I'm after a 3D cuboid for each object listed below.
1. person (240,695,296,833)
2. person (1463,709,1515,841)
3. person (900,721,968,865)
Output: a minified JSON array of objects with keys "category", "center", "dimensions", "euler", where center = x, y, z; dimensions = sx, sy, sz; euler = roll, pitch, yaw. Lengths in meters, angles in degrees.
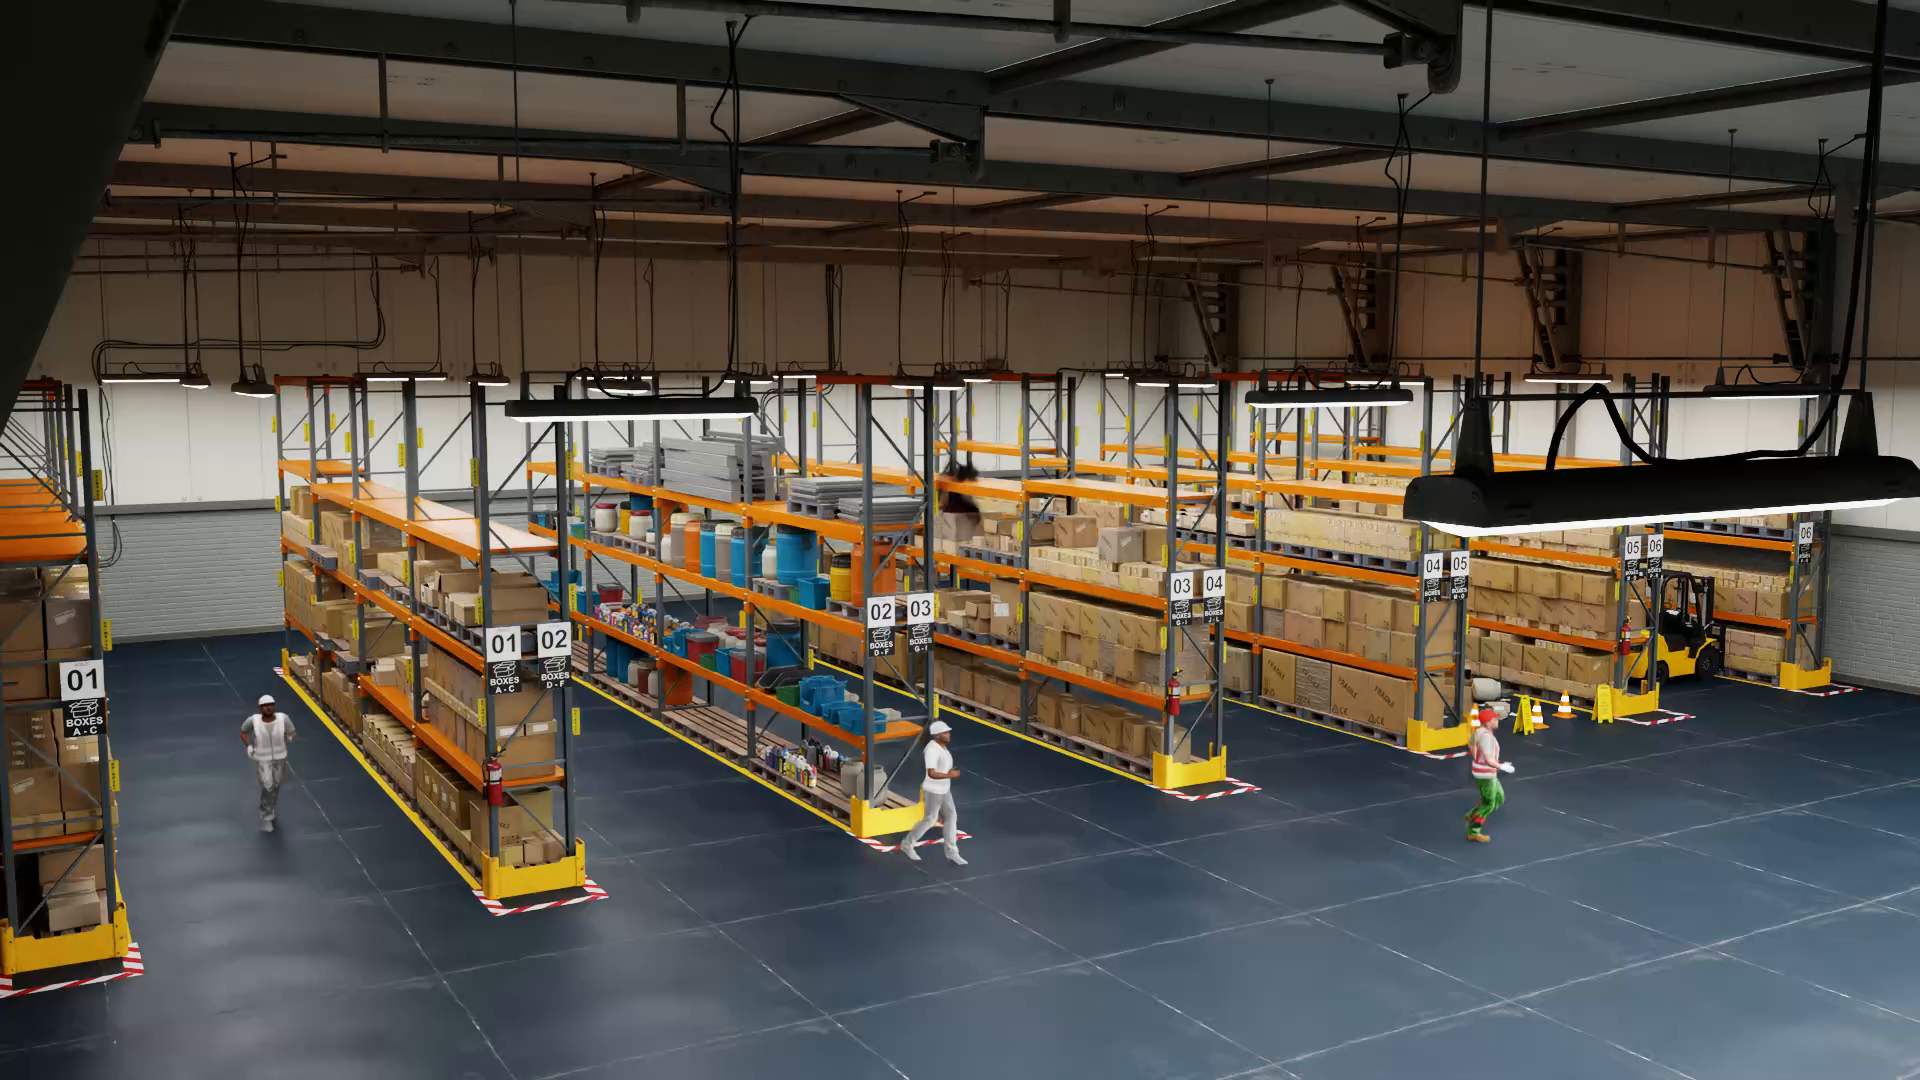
[{"category":"person","center":[-9.316,2.993,22.495],"dimensions":[0.668,1.840,0.788],"euler":[-5,8,-36]},{"category":"person","center":[6.942,3.071,21.817],"dimensions":[0.602,1.742,0.700],"euler":[1,6,12]},{"category":"person","center":[-0.312,3.168,20.879],"dimensions":[0.861,1.809,0.711],"euler":[1,6,13]}]
